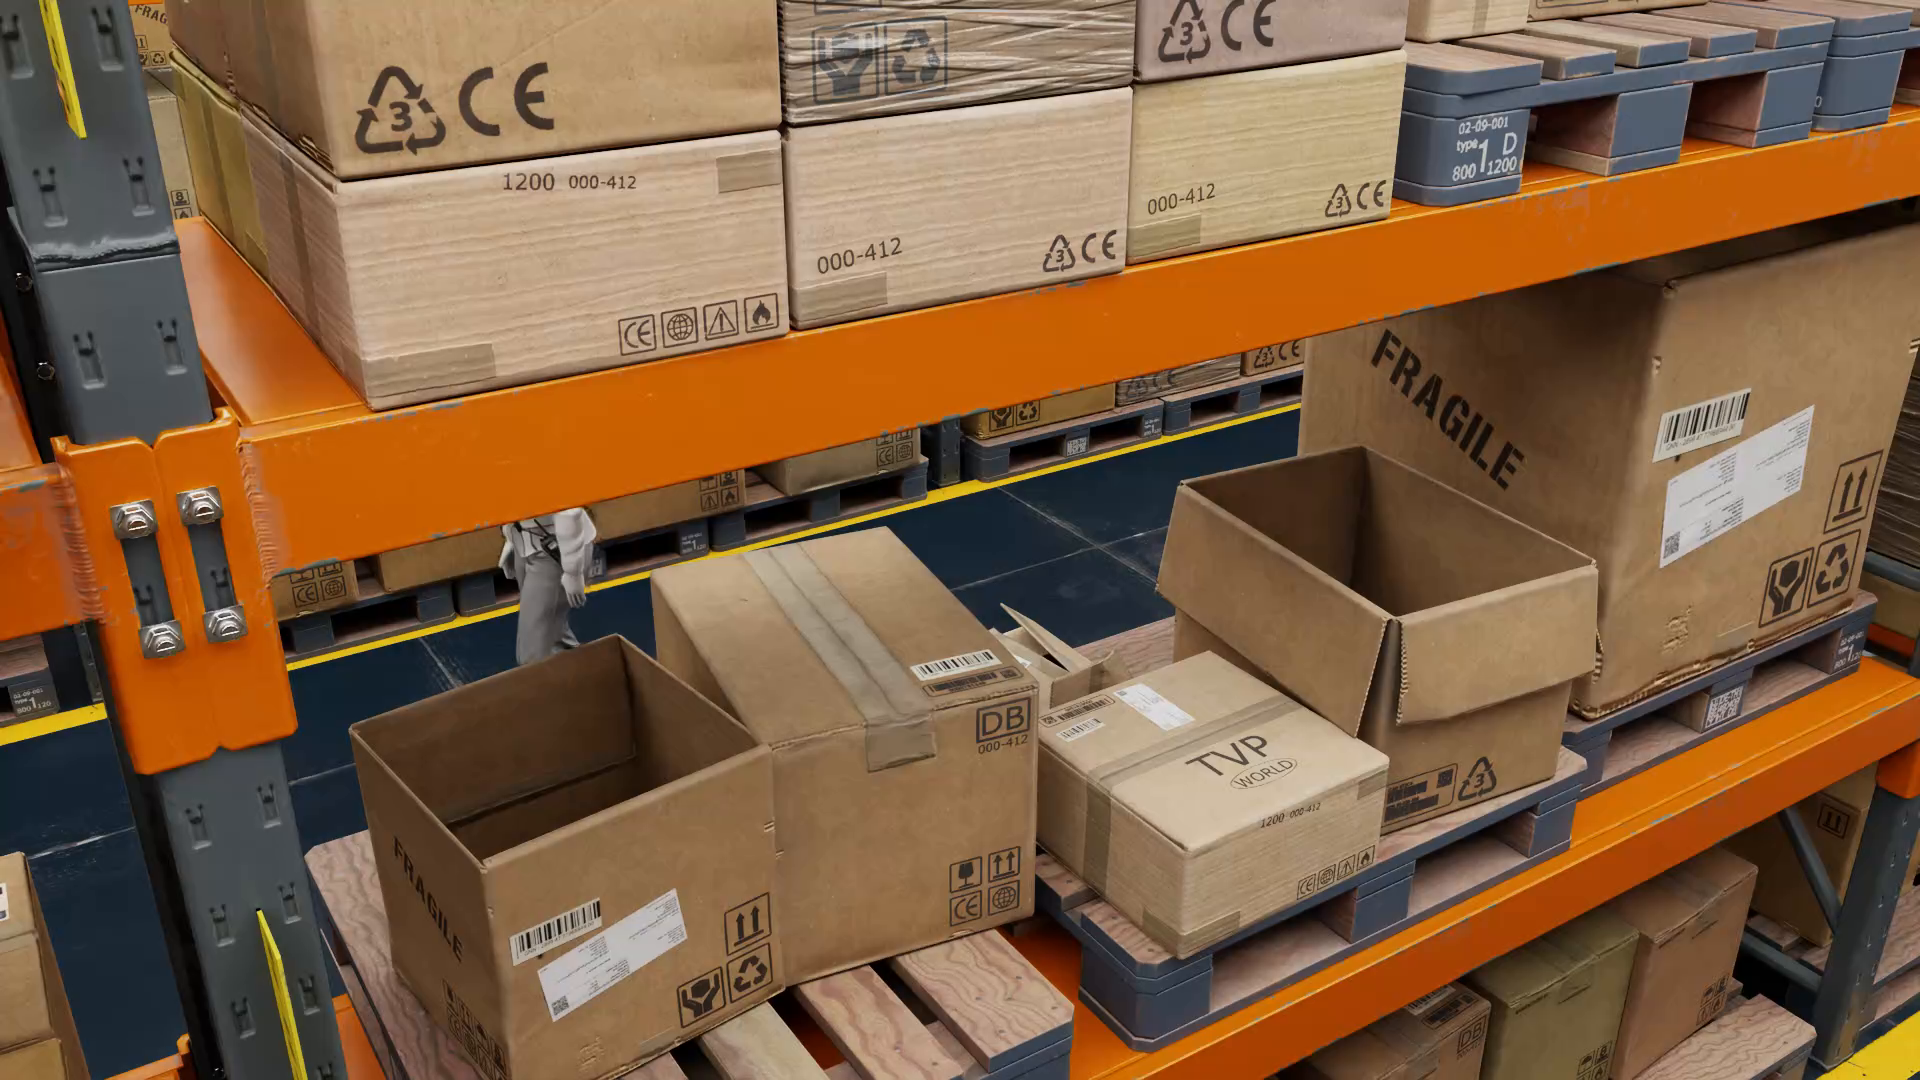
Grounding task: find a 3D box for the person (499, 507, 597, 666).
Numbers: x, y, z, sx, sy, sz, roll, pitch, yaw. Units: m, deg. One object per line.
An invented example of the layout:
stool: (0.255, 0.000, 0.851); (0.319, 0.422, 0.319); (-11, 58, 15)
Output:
person: (-1.446, 0.037, 5.975); (0.448, 1.659, 0.497); (-14, 29, -27)
